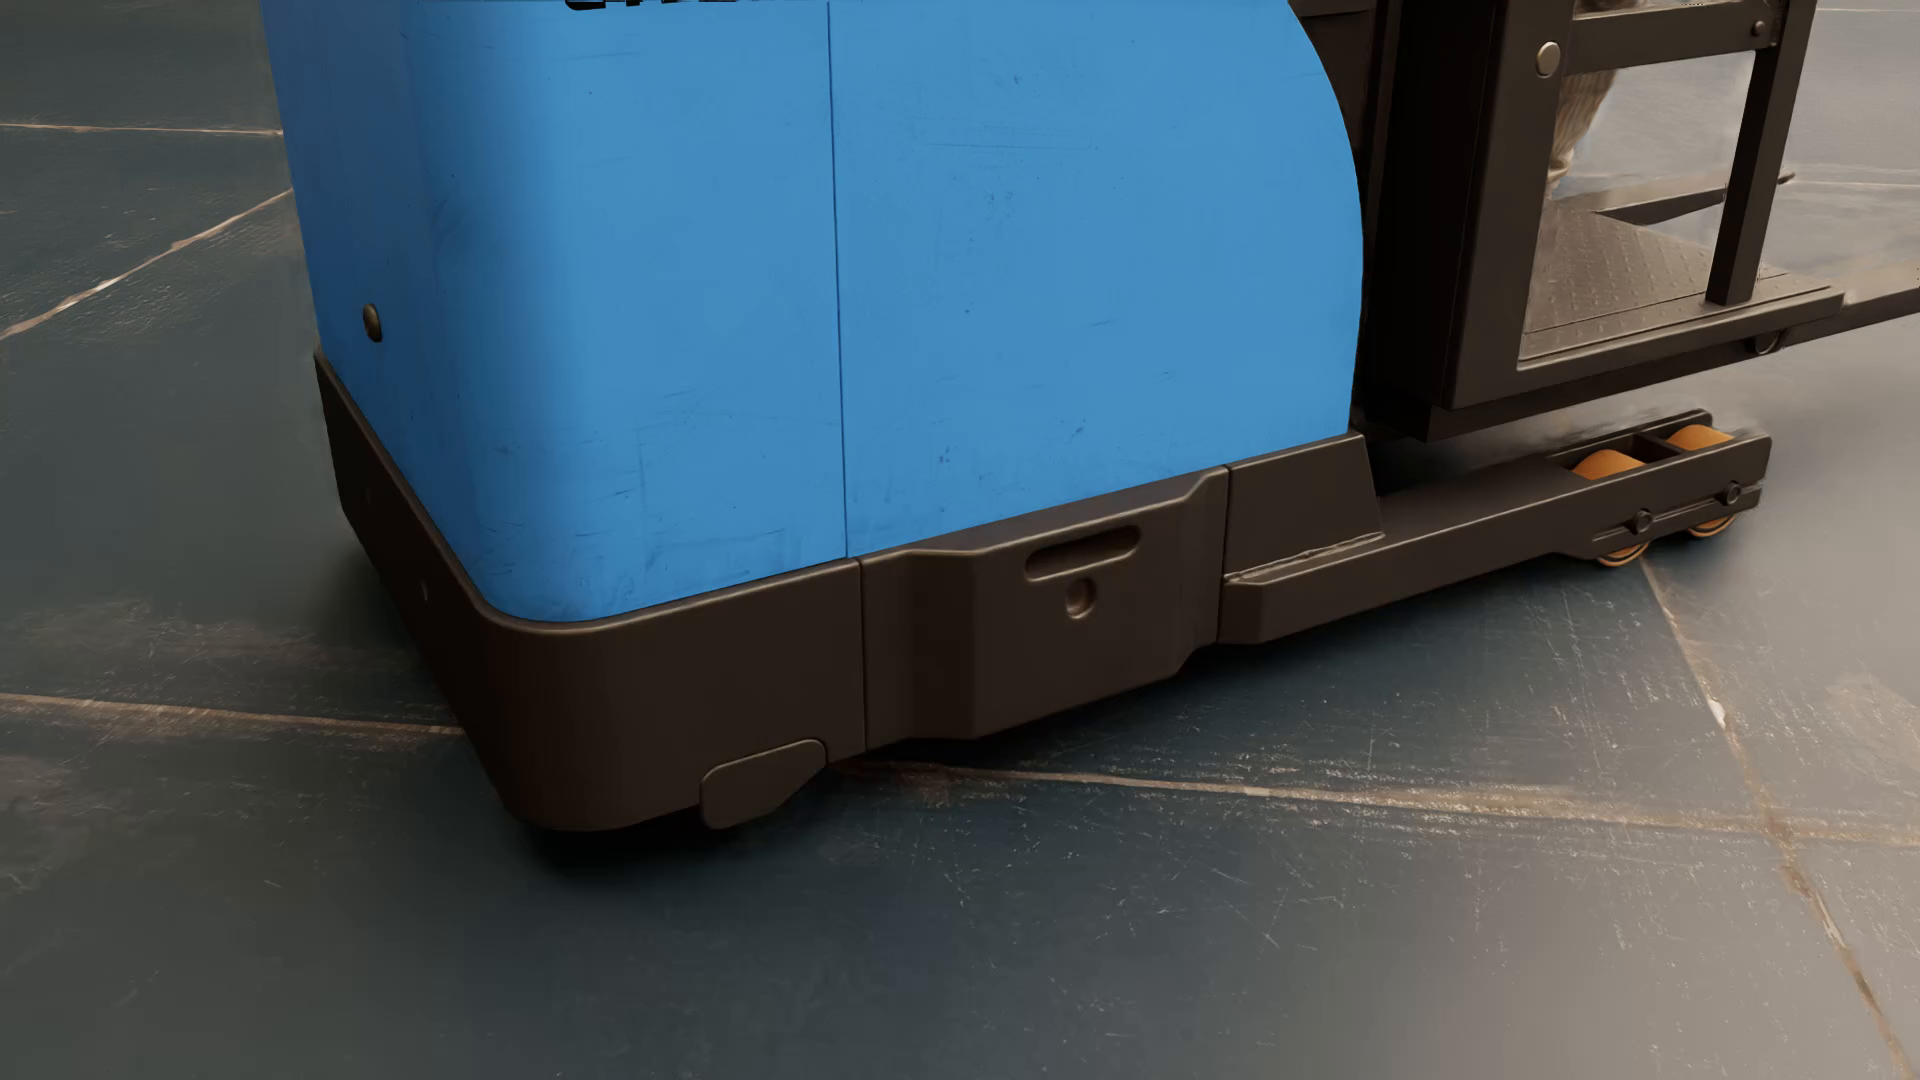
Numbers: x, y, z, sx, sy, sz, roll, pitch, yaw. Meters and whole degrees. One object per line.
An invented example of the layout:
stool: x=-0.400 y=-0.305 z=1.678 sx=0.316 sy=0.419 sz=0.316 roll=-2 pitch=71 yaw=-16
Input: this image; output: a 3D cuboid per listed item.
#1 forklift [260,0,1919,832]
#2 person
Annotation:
forklift: x=0.623 y=-1.463 z=2.149 sx=3.031 sy=2.935 sz=1.130 roll=-14 pitch=30 yaw=-26
person: x=1.130 y=-1.439 z=3.224 sx=0.748 sy=1.697 sz=0.762 roll=-1 pitch=27 yaw=-2
